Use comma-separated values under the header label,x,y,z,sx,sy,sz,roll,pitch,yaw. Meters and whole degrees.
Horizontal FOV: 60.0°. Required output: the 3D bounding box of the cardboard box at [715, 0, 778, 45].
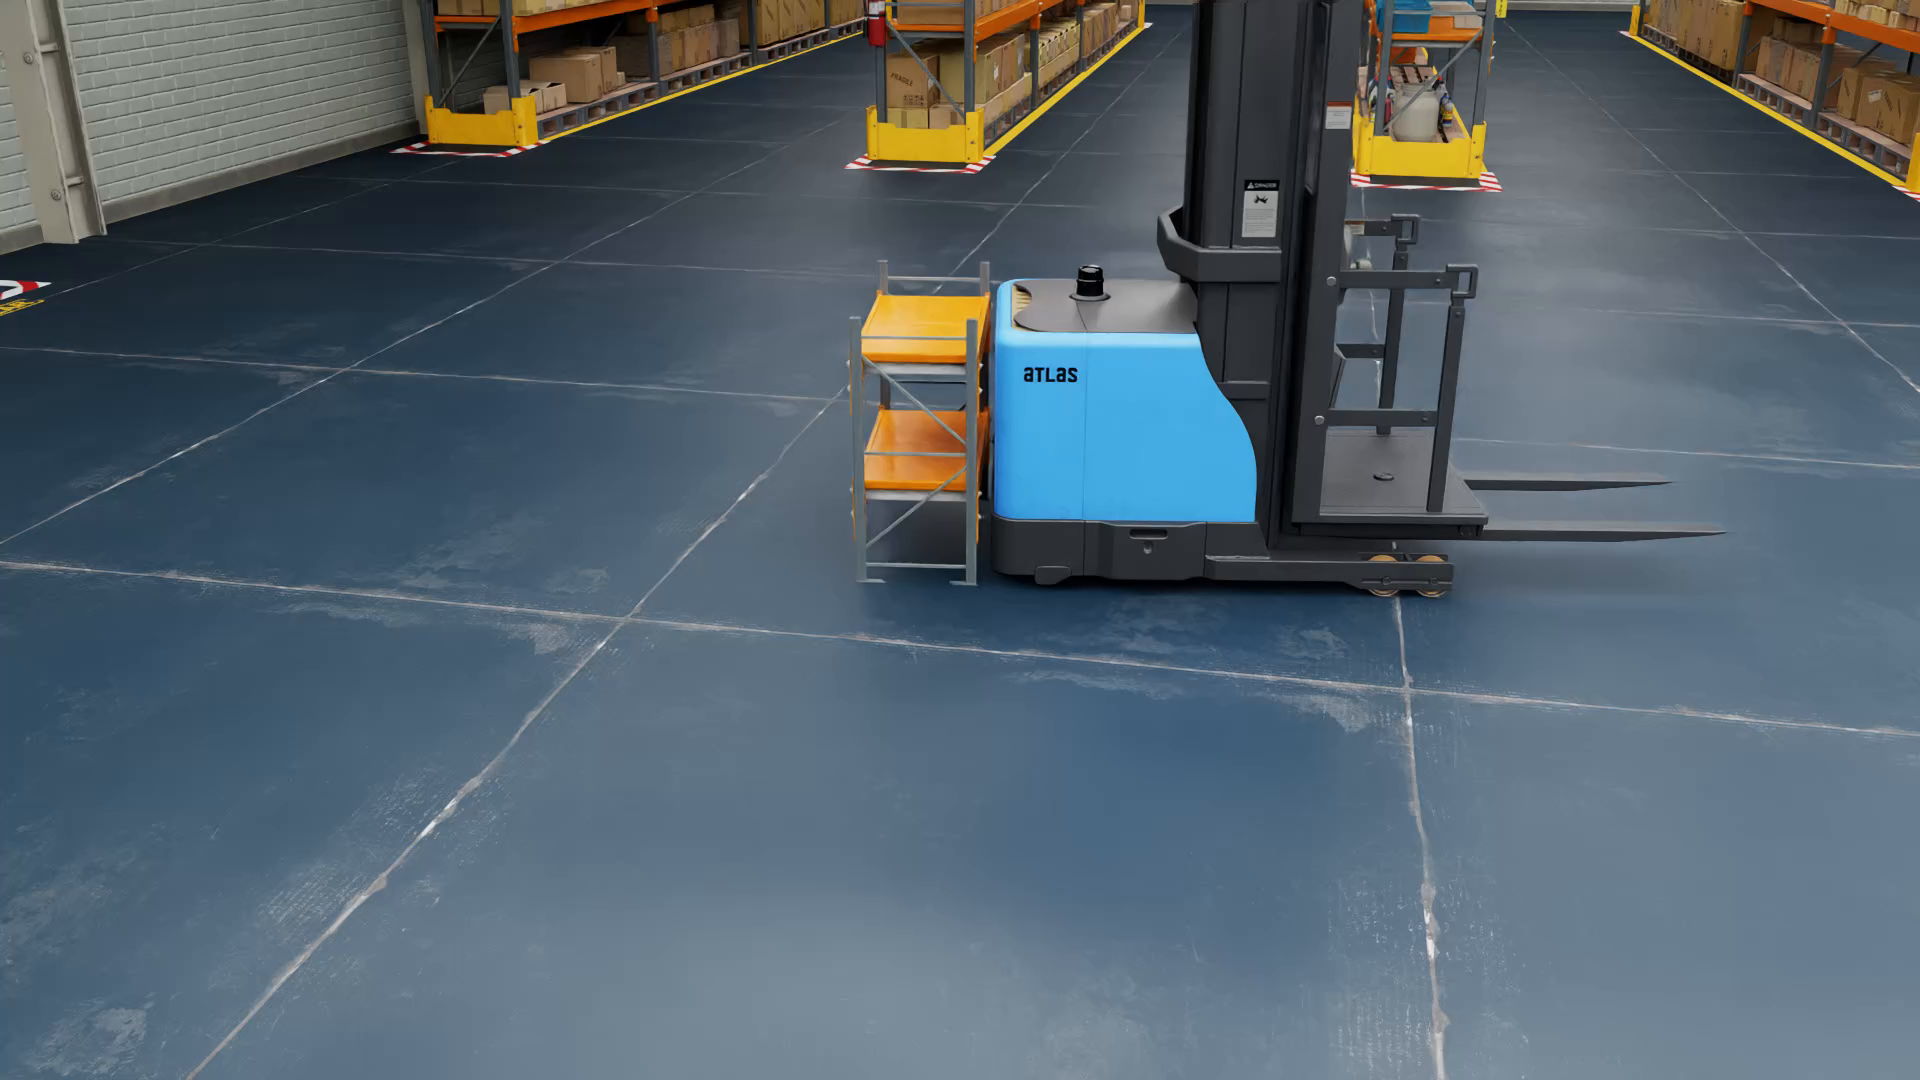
label,x,y,z,sx,sy,sz,roll,pitch,yaw
cardboard box,-3.291,-8.077,25.709,0.750,0.750,0.750,4,22,10

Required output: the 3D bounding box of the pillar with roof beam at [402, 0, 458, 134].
label,x,y,z,sx,sy,sz,roll,pitch,yaw
pillar with roof beam,-1.691,-8.471,16.342,9.100,9.000,0.400,4,22,11

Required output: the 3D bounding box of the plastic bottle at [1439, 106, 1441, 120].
label,x,y,z,sx,sy,sz,roll,pitch,yaw
plastic bottle,5.282,-4.683,18.123,0.097,0.201,0.097,0,22,0

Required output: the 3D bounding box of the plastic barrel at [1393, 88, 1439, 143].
label,x,y,z,sx,sy,sz,roll,pitch,yaw
plastic barrel,4.556,-4.227,16.602,0.421,0.512,0.421,0,22,0

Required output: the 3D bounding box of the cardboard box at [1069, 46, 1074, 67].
label,x,y,z,sx,sy,sz,roll,pitch,yaw
cardboard box,1.311,-6.764,23.252,0.500,0.250,0.500,4,22,10

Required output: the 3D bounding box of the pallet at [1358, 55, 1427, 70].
label,x,y,z,sx,sy,sz,roll,pitch,yaw
pallet,6.249,-6.863,24.113,1.003,0.211,1.213,4,22,11

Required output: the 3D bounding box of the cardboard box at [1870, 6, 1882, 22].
label,x,y,z,sx,sy,sz,roll,pitch,yaw
cardboard box,9.593,-5.394,17.067,0.380,0.149,0.250,4,22,11

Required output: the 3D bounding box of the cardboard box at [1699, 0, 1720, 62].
label,x,y,z,sx,sy,sz,roll,pitch,yaw
cardboard box,11.329,-7.273,23.680,1.225,0.875,0.875,5,22,11

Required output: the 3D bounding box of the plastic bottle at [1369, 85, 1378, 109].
label,x,y,z,sx,sy,sz,roll,pitch,yaw
plastic bottle,4.579,-4.822,18.268,0.144,0.351,0.185,5,23,13

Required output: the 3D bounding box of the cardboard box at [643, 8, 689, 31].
label,x,y,z,sx,sy,sz,roll,pitch,yaw
cardboard box,-4.063,-7.172,22.901,0.500,0.250,0.500,4,22,9

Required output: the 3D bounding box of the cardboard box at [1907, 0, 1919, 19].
label,x,y,z,sx,sy,sz,roll,pitch,yaw
cardboard box,9.469,-5.137,15.563,0.875,0.500,0.500,4,22,11

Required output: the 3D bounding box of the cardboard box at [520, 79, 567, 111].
label,x,y,z,sx,sy,sz,roll,pitch,yaw
cardboard box,-4.856,-5.106,19.028,0.500,0.311,0.500,6,23,15

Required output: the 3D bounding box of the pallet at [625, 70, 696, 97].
label,x,y,z,sx,sy,sz,roll,pitch,yaw
pallet,-4.228,-6.149,22.339,1.003,0.211,1.213,4,22,11

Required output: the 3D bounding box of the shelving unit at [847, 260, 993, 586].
label,x,y,z,sx,sy,sz,roll,pitch,yaw
shelving unit,-0.150,-0.533,7.171,0.538,1.125,1.048,1,22,3

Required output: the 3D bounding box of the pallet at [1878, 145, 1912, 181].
label,x,y,z,sx,sy,sz,roll,pitch,yaw
pallet,9.562,-3.591,15.987,1.003,0.211,1.213,4,22,11

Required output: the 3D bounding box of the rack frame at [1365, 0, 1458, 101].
label,x,y,z,sx,sy,sz,roll,pitch,yaw
rack frame,5.313,-6.403,19.236,1.000,3.000,0.127,4,22,11

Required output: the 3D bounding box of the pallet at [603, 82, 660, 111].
label,x,y,z,sx,sy,sz,roll,pitch,yaw
pallet,-4.488,-5.616,21.015,1.003,0.211,1.213,4,22,11

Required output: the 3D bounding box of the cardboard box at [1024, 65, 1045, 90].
label,x,y,z,sx,sy,sz,roll,pitch,yaw
cardboard box,0.790,-5.829,20.931,0.500,0.250,0.500,4,22,10

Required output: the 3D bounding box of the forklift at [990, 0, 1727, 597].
label,x,y,z,sx,sy,sz,roll,pitch,yaw
forklift,1.654,-1.329,6.730,3.031,2.935,1.130,1,22,2

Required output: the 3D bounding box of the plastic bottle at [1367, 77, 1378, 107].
label,x,y,z,sx,sy,sz,roll,pitch,yaw
plastic bottle,4.742,-5.114,18.994,0.144,0.351,0.185,5,22,12

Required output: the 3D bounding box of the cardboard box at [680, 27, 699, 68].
label,x,y,z,sx,sy,sz,roll,pitch,yaw
cardboard box,-4.052,-6.849,23.102,0.700,0.500,0.500,5,22,12

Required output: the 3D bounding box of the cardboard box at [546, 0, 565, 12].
label,x,y,z,sx,sy,sz,roll,pitch,yaw
cardboard box,-4.699,-5.980,18.360,0.500,0.250,0.500,4,22,9

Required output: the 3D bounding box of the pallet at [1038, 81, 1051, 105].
label,x,y,z,sx,sy,sz,roll,pitch,yaw
pallet,0.577,-5.760,21.374,1.003,0.211,1.213,4,22,11

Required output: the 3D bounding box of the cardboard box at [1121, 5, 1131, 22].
label,x,y,z,sx,sy,sz,roll,pitch,yaw
cardboard box,2.820,-9.536,30.108,0.500,0.250,0.500,4,22,11

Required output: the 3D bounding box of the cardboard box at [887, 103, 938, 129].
label,x,y,z,sx,sy,sz,roll,pitch,yaw
cardboard box,-0.531,-4.457,17.522,0.500,0.250,0.500,4,22,11

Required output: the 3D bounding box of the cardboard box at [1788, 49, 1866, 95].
label,x,y,z,sx,sy,sz,roll,pitch,yaw
cardboard box,10.538,-5.670,20.174,0.700,0.500,0.500,3,22,6

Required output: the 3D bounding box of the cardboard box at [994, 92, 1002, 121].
label,x,y,z,sx,sy,sz,roll,pitch,yaw
cardboard box,0.177,-4.783,18.333,0.500,0.250,0.500,4,22,11

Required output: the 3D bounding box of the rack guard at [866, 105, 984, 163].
label,x,y,z,sx,sy,sz,roll,pitch,yaw
rack guard,-0.356,-4.150,16.989,1.175,0.500,0.348,4,22,11

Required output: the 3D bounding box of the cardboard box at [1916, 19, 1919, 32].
label,x,y,z,sx,sy,sz,roll,pitch,yaw
cardboard box,9.412,-4.931,15.918,0.380,0.149,0.250,4,22,11

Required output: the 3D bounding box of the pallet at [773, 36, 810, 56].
label,x,y,z,sx,sy,sz,roll,pitch,yaw
pallet,-3.084,-8.055,27.070,1.003,0.211,1.213,4,22,11

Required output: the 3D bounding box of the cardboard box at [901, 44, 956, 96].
label,x,y,z,sx,sy,sz,roll,pitch,yaw
cardboard box,-0.344,-5.171,18.294,0.500,0.500,0.500,4,22,11

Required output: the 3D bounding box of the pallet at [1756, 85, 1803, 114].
label,x,y,z,sx,sy,sz,roll,pitch,yaw
pallet,10.566,-5.464,20.638,1.003,0.211,1.213,4,22,11

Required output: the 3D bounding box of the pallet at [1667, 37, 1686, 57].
label,x,y,z,sx,sy,sz,roll,pitch,yaw
pallet,12.026,-7.929,26.759,1.003,0.211,1.213,4,22,11

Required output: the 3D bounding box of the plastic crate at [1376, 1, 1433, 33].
label,x,y,z,sx,sy,sz,roll,pitch,yaw
plastic crate,4.306,-5.076,16.142,0.499,0.251,0.616,4,22,11

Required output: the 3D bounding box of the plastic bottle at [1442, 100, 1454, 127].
label,x,y,z,sx,sy,sz,roll,pitch,yaw
plastic bottle,5.172,-4.517,17.618,0.097,0.271,0.097,0,22,0

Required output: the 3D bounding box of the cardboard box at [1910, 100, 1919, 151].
label,x,y,z,sx,sy,sz,roll,pitch,yaw
cardboard box,9.578,-4.046,16.168,0.500,0.500,0.500,11,24,25

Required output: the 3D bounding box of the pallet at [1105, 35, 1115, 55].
label,x,y,z,sx,sy,sz,roll,pitch,yaw
pallet,1.968,-8.113,27.216,1.003,0.211,1.213,4,22,11

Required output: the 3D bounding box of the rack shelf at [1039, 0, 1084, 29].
label,x,y,z,sx,sy,sz,roll,pitch,yaw
rack shelf,0.873,-7.179,22.127,1.077,0.370,4.000,4,22,11

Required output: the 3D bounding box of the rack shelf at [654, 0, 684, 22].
label,x,y,z,sx,sy,sz,roll,pitch,yaw
rack shelf,-3.977,-7.555,23.061,1.077,0.370,4.000,4,22,11

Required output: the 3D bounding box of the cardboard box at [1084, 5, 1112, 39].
label,x,y,z,sx,sy,sz,roll,pitch,yaw
cardboard box,2.168,-8.369,26.876,0.500,0.500,0.500,5,22,11

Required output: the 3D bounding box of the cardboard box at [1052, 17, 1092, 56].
label,x,y,z,sx,sy,sz,roll,pitch,yaw
cardboard box,1.654,-7.434,24.553,0.500,0.500,0.500,5,23,13

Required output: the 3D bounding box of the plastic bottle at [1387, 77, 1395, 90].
label,x,y,z,sx,sy,sz,roll,pitch,yaw
plastic bottle,4.883,-5.103,18.967,0.144,0.351,0.185,4,22,11

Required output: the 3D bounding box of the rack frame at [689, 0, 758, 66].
label,x,y,z,sx,sy,sz,roll,pitch,yaw
rack frame,-3.569,-8.621,24.743,1.000,3.000,0.127,4,22,11

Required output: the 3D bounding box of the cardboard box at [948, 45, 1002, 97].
label,x,y,z,sx,sy,sz,roll,pitch,yaw
cardboard box,0.165,-5.132,18.195,0.500,0.500,0.500,4,22,11

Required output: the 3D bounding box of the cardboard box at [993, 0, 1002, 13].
label,x,y,z,sx,sy,sz,roll,pitch,yaw
cardboard box,0.069,-6.101,18.353,0.700,0.500,0.500,5,23,13

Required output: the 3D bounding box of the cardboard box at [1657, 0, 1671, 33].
label,x,y,z,sx,sy,sz,roll,pitch,yaw
cardboard box,12.372,-9.050,28.091,0.875,0.875,0.875,4,22,11

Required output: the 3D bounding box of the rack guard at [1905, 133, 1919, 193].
label,x,y,z,sx,sy,sz,roll,pitch,yaw
rack guard,9.361,-3.430,15.202,1.175,0.500,0.348,4,22,11

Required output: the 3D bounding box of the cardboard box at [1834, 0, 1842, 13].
label,x,y,z,sx,sy,sz,roll,pitch,yaw
cardboard box,9.824,-5.853,18.207,0.380,0.149,0.250,4,22,11

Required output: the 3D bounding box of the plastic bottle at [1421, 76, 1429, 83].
label,x,y,z,sx,sy,sz,roll,pitch,yaw
plastic bottle,5.323,-5.131,19.036,0.144,0.351,0.185,4,22,11

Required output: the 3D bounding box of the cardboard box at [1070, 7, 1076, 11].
label,x,y,z,sx,sy,sz,roll,pitch,yaw
cardboard box,1.553,-8.215,26.494,0.500,0.500,0.500,5,22,12

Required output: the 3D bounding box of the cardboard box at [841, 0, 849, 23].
label,x,y,z,sx,sy,sz,roll,pitch,yaw
cardboard box,-2.394,-9.568,29.879,0.700,0.500,0.500,4,22,10

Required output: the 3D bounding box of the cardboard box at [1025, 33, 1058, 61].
label,x,y,z,sx,sy,sz,roll,pitch,yaw
cardboard box,1.005,-6.465,21.759,0.500,0.311,0.500,4,22,9

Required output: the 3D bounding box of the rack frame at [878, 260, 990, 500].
label,x,y,z,sx,sy,sz,roll,pitch,yaw
rack frame,-0.117,-0.723,7.642,0.500,1.125,0.032,1,22,3

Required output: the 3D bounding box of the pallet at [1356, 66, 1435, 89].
label,x,y,z,sx,sy,sz,roll,pitch,yaw
pallet,5.933,-6.292,22.693,1.003,0.211,1.213,4,22,11
